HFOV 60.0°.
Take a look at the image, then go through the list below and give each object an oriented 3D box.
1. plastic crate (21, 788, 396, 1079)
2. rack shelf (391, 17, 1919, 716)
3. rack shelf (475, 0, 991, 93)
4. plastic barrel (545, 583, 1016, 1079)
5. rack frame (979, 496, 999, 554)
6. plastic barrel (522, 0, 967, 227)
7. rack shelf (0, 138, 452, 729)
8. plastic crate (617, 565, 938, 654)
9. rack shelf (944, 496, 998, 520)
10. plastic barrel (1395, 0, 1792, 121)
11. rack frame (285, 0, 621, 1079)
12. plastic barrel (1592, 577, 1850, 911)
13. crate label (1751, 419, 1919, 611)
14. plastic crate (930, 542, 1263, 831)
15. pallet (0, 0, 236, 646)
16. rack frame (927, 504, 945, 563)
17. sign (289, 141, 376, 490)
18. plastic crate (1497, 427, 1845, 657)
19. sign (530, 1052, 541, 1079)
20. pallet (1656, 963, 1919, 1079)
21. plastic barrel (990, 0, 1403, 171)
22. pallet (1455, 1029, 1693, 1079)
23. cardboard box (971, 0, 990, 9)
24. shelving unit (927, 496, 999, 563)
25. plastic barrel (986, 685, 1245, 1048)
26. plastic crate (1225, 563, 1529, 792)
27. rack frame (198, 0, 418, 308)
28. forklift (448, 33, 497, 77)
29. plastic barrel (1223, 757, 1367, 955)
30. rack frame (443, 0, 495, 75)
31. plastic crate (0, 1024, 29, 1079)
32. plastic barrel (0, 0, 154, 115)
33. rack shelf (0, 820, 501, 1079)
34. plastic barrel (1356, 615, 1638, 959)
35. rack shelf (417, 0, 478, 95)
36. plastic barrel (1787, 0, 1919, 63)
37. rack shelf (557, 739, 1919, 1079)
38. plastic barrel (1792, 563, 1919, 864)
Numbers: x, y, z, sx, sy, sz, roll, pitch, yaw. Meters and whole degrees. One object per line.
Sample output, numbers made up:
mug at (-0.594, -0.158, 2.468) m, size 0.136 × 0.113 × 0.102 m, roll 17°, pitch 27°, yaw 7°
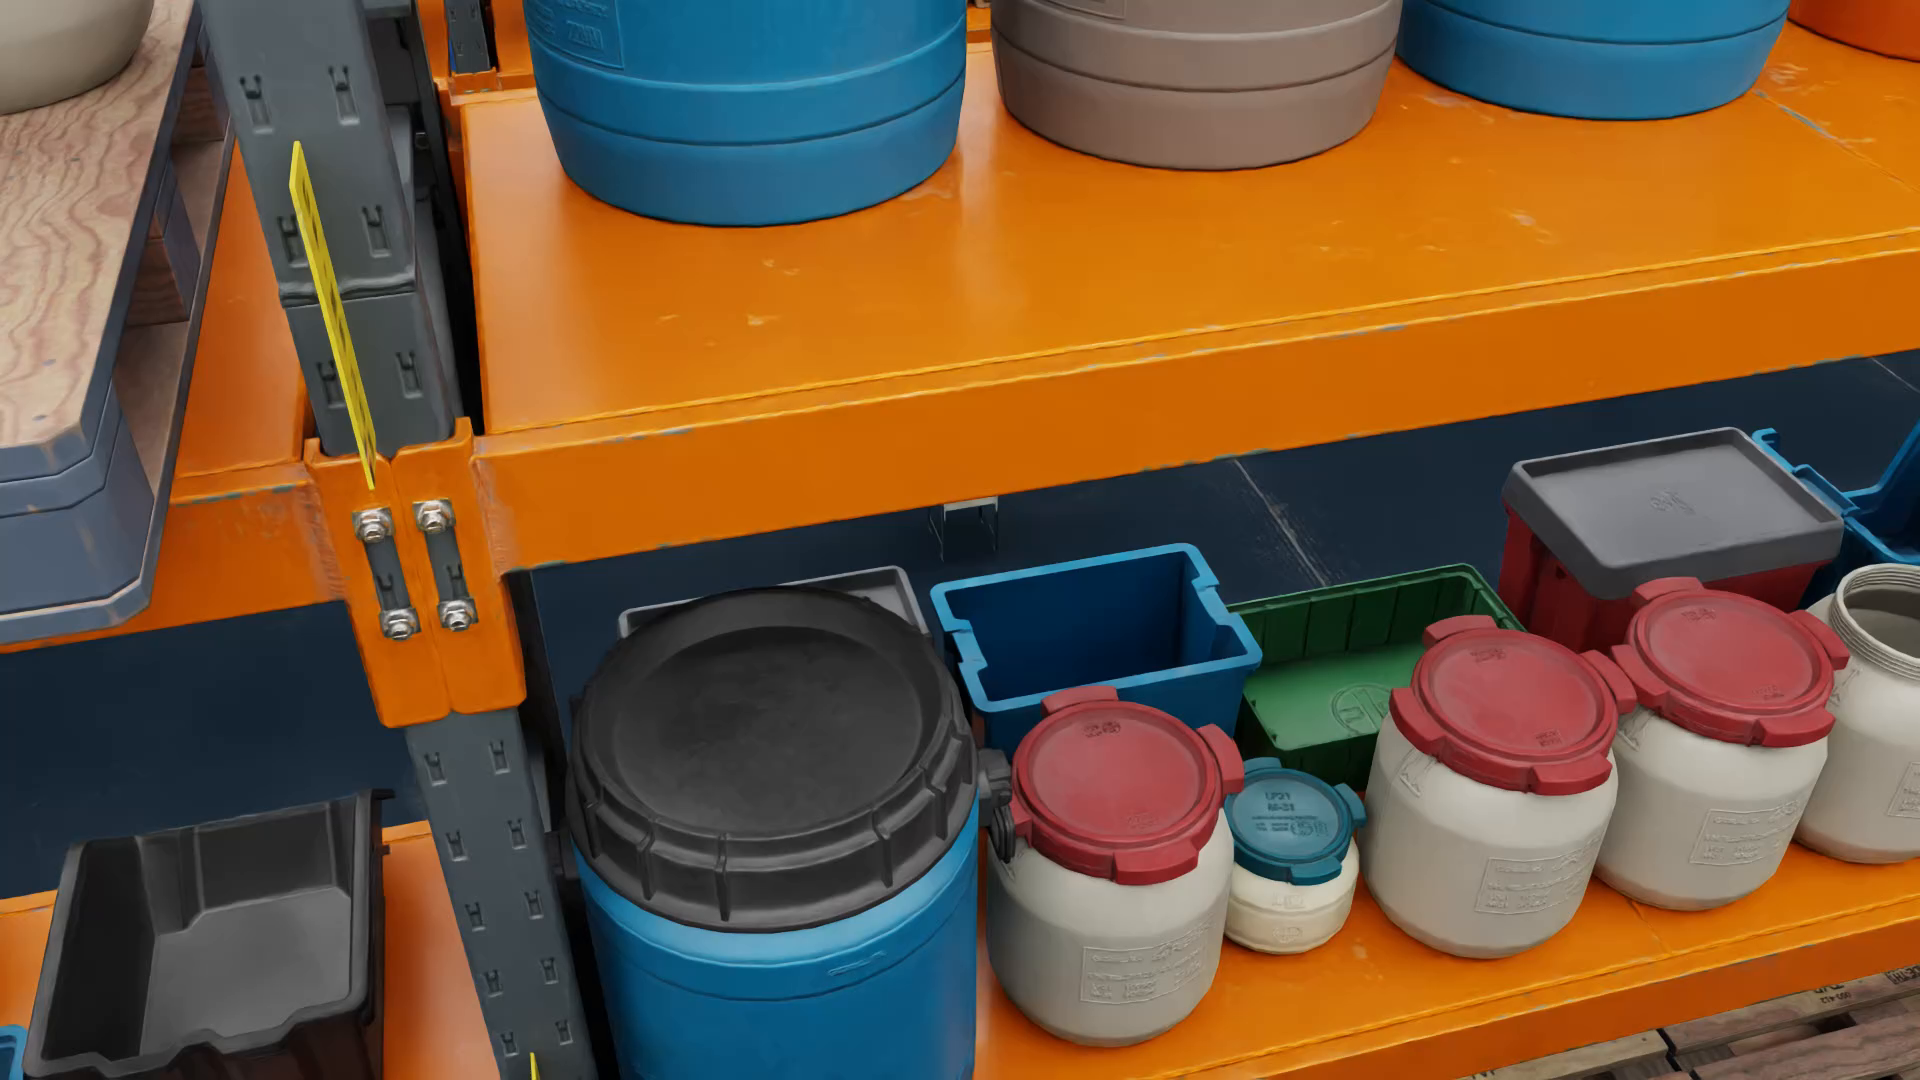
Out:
plastic crate at (-1.262, 0.698, 2.920) m, size 0.504 × 0.338 × 0.767 m, roll -9°, pitch 38°, yaw -12°
rack shelf at (1.208, -0.558, 2.634) m, size 4.000 × 0.370 × 1.077 m, roll -9°, pitch 38°, yaw -12°
rack shelf at (-0.080, -2.273, 7.344) m, size 4.000 × 0.370 × 1.077 m, roll -9°, pitch 38°, yaw -12°
plastic barrel at (-0.271, 0.582, 2.608) m, size 0.708 × 0.901 × 0.600 m, roll -9°, pitch 38°, yaw -12°
rack frame at (0.106, -0.375, 5.999) m, size 0.006 × 0.900 × 0.240 m, roll -9°, pitch 38°, yaw -12°
plastic barrel at (-0.289, -0.934, 2.120) m, size 0.708 × 0.901 × 0.600 m, roll -9°, pitch 38°, yaw -12°
rack shelf at (-2.654, 0.076, 1.805) m, size 4.000 × 0.370 × 1.077 m, roll -9°, pitch 38°, yaw -12°
plastic crate at (-0.336, 0.383, 3.228) m, size 0.583 × 0.464 × 0.402 m, roll -9°, pitch 38°, yaw -12°
rack shelf at (0.008, -0.189, 6.108) m, size 0.200 × 0.077 × 0.258 m, roll -9°, pitch 38°, yaw -12°
plastic barrel at (0.974, -1.141, 2.391) m, size 0.708 × 0.901 × 0.600 m, roll -9°, pitch 38°, yaw -12°
rack frame at (-0.723, 0.665, 2.912) m, size 0.127 × 3.000 × 1.000 m, roll -9°, pitch 38°, yaw -12°
plastic barrel at (1.384, 0.403, 3.143) m, size 0.433 × 0.535 × 0.433 m, roll 0°, pitch 37°, yaw 0°
crate label at (2.109, 0.016, 3.732) m, size 0.616 × 0.435 × 0.502 m, roll -9°, pitch 38°, yaw -12°
plastic crate at (0.261, 0.314, 3.384) m, size 0.575 × 0.384 × 0.392 m, roll -9°, pitch 38°, yaw -12°
pallet at (-1.394, -0.280, 1.834) m, size 1.003 × 0.211 × 1.213 m, roll -9°, pitch 38°, yaw -12°
rack frame at (-0.090, -0.343, 5.957) m, size 0.006 × 0.900 × 0.240 m, roll -9°, pitch 38°, yaw -12°
sign at (-0.591, -0.206, 1.574) m, size 0.005 × 0.325 × 0.100 m, roll -9°, pitch 38°, yaw -12°
plastic crate at (1.499, 0.082, 3.621) m, size 0.583 × 0.464 × 0.402 m, roll -9°, pitch 38°, yaw -12°
sign at (-0.591, 0.879, 2.404) m, size 0.005 × 0.325 × 0.100 m, roll -9°, pitch 38°, yaw -12°
pallet at (2.380, 1.238, 4.457) m, size 1.213 × 0.211 × 1.003 m, roll -9°, pitch 38°, yaw -12°
plastic barrel at (0.343, -1.037, 2.256) m, size 0.600 × 0.901 × 0.600 m, roll 0°, pitch 37°, yaw 0°
pallet at (1.205, 1.430, 4.207) m, size 1.213 × 0.211 × 1.003 m, roll -9°, pitch 38°, yaw -12°
cardboard box at (0.235, -2.639, 7.149) m, size 0.500 × 0.500 × 0.500 m, roll -11°, pitch 39°, yaw -14°
shelving unit at (0.008, -0.359, 5.978) m, size 0.210 × 0.900 × 0.258 m, roll -9°, pitch 38°, yaw -12°
plastic barrel at (0.258, 0.588, 2.901) m, size 0.433 × 0.535 × 0.433 m, roll 0°, pitch 37°, yaw 0°
plastic crate at (0.884, 0.307, 3.554) m, size 0.662 × 0.188 × 0.450 m, roll -9°, pitch 38°, yaw -12°
rack frame at (-0.723, -1.718, 1.090) m, size 0.127 × 3.000 × 1.000 m, roll -9°, pitch 38°, yaw -12°
forklift at (-2.869, -3.965, 9.021) m, size 1.130 × 2.935 × 3.031 m, roll -21°, pitch 42°, yaw -25°
plastic barrel at (0.595, 0.600, 3.111) m, size 0.301 × 0.262 × 0.301 m, roll 0°, pitch 37°, yaw 0°
rack frame at (-2.011, -2.241, 6.711) m, size 0.127 × 3.000 × 1.000 m, roll -9°, pitch 38°, yaw -12°
plastic crate at (-1.721, 1.058, 2.520) m, size 0.616 × 0.251 × 0.499 m, roll -9°, pitch 38°, yaw -12°
plastic barrel at (-1.190, -0.785, 1.901) m, size 0.421 × 0.512 × 0.421 m, roll 0°, pitch 37°, yaw 0°
rack shelf at (-2.654, 1.267, 2.717) m, size 4.000 × 0.370 × 1.077 m, roll -9°, pitch 38°, yaw -12°
plastic barrel at (0.966, 0.472, 3.053) m, size 0.433 × 0.535 × 0.433 m, roll 0°, pitch 37°, yaw 0°
rack shelf at (-3.942, -1.639, 6.516) m, size 4.000 × 0.370 × 1.077 m, roll -9°, pitch 38°, yaw -12°
plastic barrel at (1.658, -1.225, 2.560) m, size 0.708 × 0.830 × 0.600 m, roll -9°, pitch 38°, yaw -12°
rack shelf at (1.208, 0.634, 3.545) m, size 4.000 × 0.370 × 1.077 m, roll -9°, pitch 38°, yaw -12°
plastic barrel at (1.794, 0.342, 3.243) m, size 0.421 × 0.512 × 0.421 m, roll 0°, pitch 37°, yaw 0°
